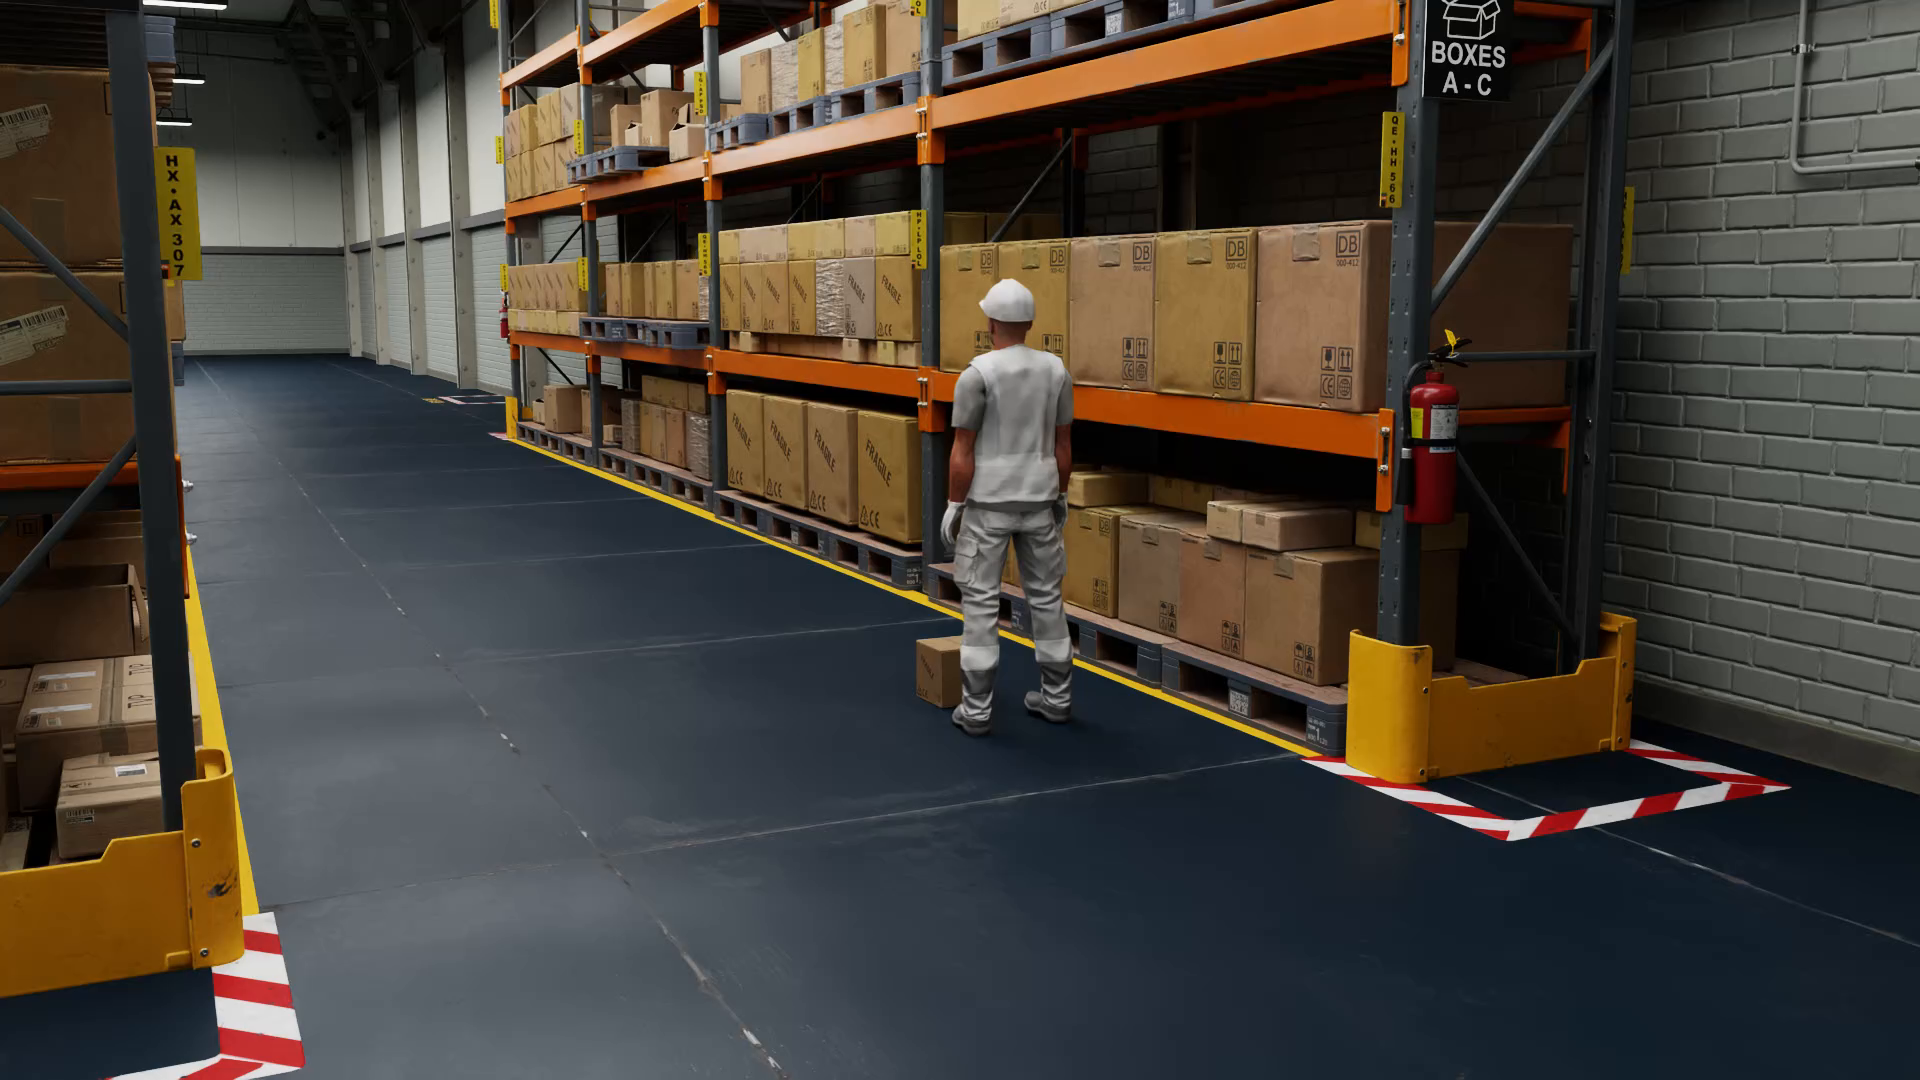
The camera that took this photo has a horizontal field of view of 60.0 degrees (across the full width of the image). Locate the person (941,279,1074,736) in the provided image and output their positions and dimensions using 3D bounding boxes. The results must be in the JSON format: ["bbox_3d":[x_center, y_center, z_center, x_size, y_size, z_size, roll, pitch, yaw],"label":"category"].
[{"bbox_3d":[0.176,-0.138,6.654,0.570,1.792,0.405,-3,9,-20],"label":"person"}]
